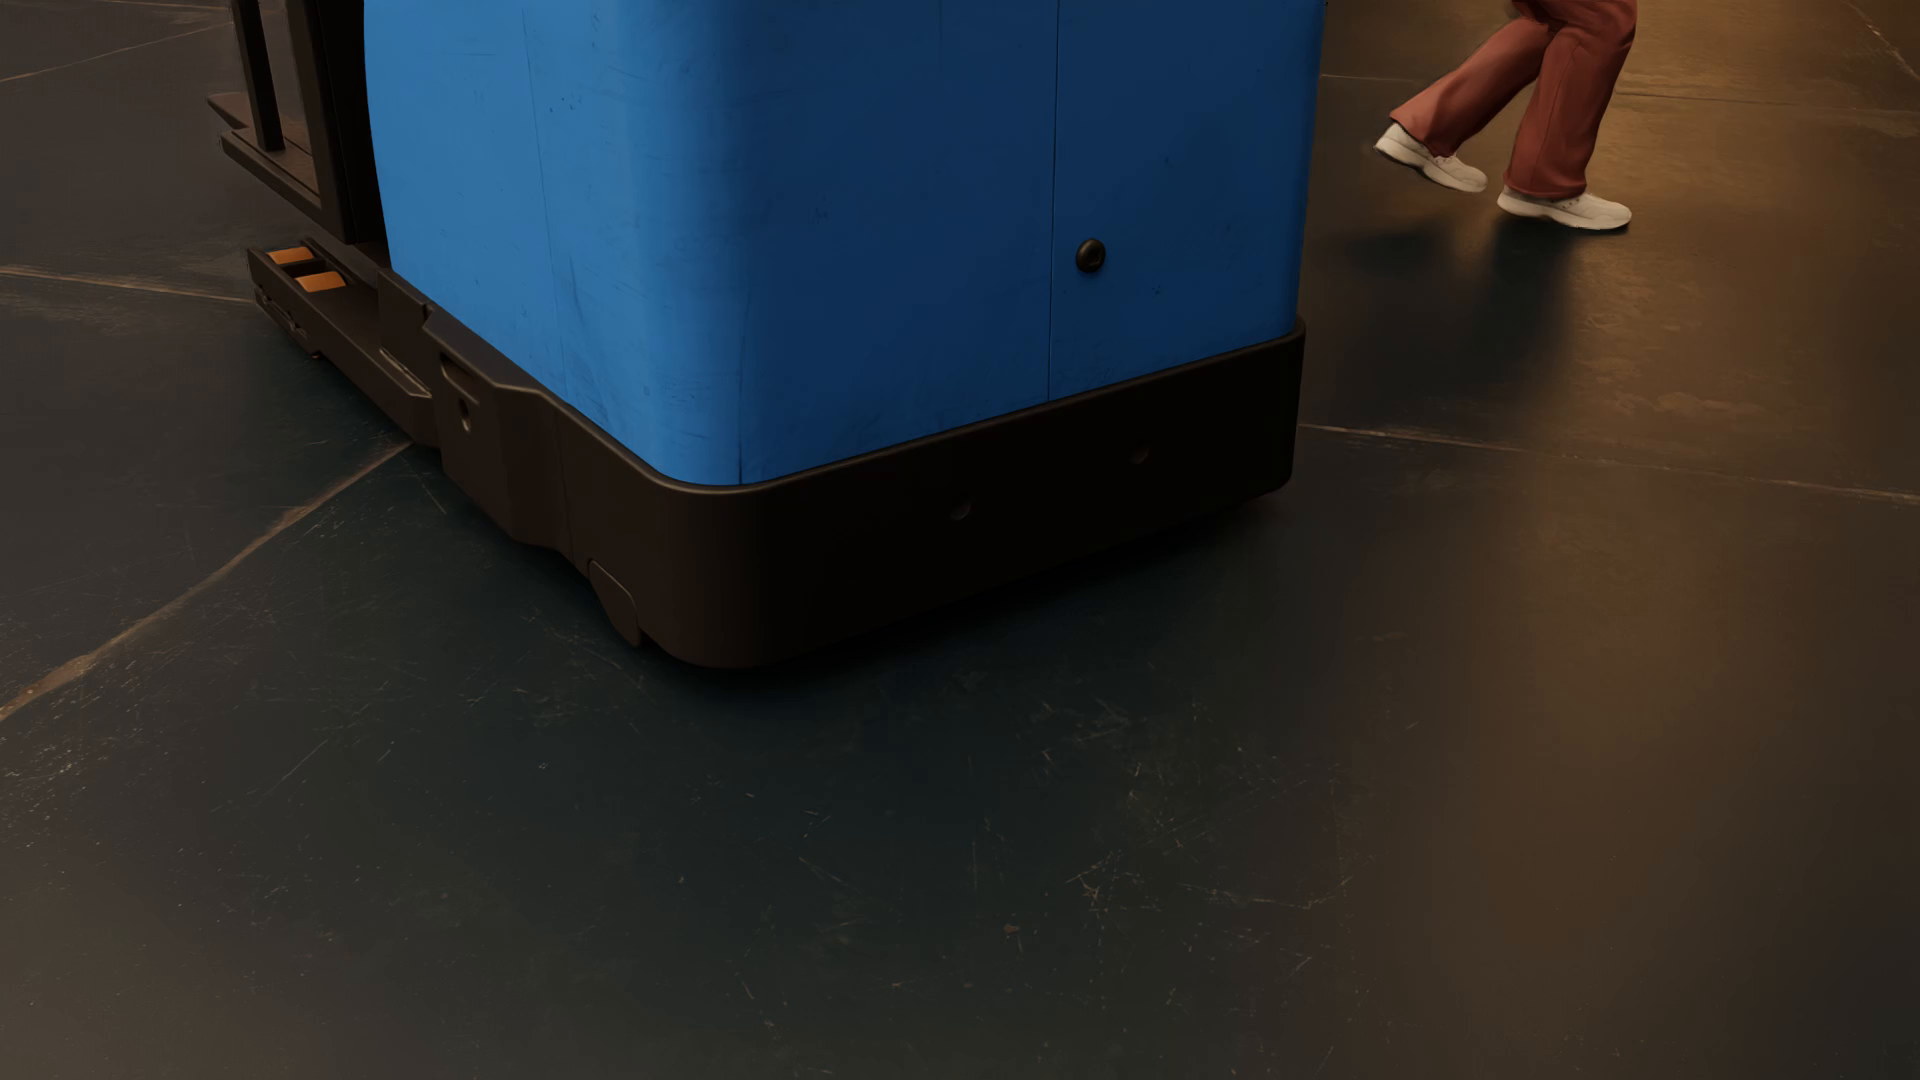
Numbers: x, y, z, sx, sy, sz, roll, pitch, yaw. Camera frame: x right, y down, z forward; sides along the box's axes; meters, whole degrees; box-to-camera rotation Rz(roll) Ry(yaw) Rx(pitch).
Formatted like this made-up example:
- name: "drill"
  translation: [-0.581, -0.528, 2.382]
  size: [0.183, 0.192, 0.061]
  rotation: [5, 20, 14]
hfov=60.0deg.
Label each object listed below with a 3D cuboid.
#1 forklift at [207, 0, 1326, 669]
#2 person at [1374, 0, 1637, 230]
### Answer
- name: "forklift"
  translation: [-0.754, -1.763, 2.730]
  size: [1.130, 2.935, 3.031]
  rotation: [-18, 32, -31]
- name: "person"
  translation: [1.354, -1.446, 3.632]
  size: [0.749, 1.551, 0.774]
  rotation: [8, 28, 16]
